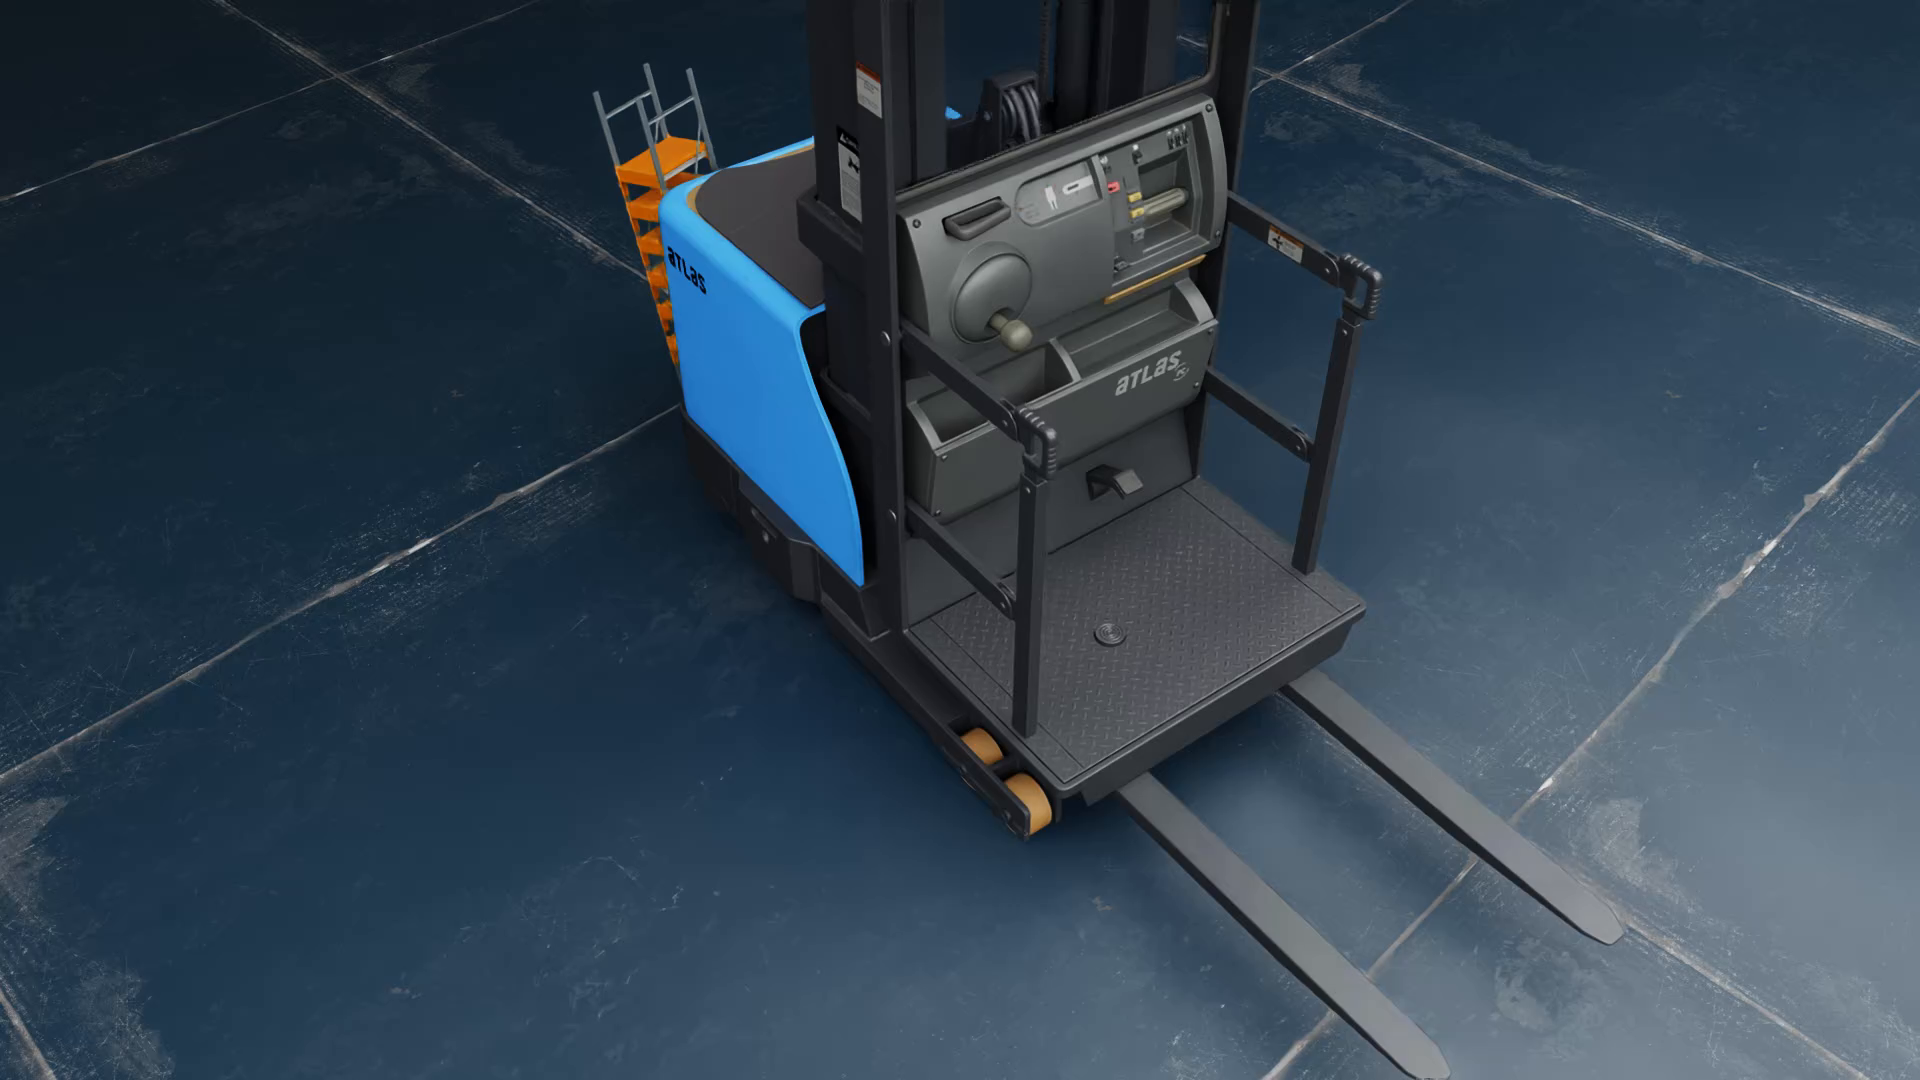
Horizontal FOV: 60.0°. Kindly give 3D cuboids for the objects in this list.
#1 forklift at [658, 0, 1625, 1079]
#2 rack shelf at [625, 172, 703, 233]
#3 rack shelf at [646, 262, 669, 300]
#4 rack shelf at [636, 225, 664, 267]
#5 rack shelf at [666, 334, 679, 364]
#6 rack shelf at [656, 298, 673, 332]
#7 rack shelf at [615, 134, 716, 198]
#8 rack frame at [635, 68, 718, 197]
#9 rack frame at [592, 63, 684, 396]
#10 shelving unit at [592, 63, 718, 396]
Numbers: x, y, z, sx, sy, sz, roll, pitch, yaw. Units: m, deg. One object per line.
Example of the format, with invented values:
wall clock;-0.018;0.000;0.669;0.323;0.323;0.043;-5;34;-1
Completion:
forklift;0.400;-0.676;3.822;1.130;2.935;3.031;-27;49;-26
rack shelf;-0.887;-1.052;5.211;0.180;0.103;0.258;17;44;33
rack shelf;-0.849;-0.861;5.351;0.180;0.103;0.258;17;44;33
rack shelf;-0.868;-0.957;5.281;0.180;0.103;0.258;17;44;33
rack shelf;-0.811;-0.670;5.492;0.180;0.103;0.258;17;44;33
rack shelf;-0.830;-0.766;5.422;0.180;0.103;0.258;17;44;33
rack shelf;-0.906;-1.148;5.141;0.180;0.103;0.258;17;44;33
rack frame;-0.783;-0.875;5.276;0.006;1.200;0.240;17;44;33
rack frame;-0.930;-0.919;5.375;0.006;1.200;0.240;17;44;33
shelving unit;-0.856;-0.897;5.325;0.189;1.200;0.258;17;44;33
